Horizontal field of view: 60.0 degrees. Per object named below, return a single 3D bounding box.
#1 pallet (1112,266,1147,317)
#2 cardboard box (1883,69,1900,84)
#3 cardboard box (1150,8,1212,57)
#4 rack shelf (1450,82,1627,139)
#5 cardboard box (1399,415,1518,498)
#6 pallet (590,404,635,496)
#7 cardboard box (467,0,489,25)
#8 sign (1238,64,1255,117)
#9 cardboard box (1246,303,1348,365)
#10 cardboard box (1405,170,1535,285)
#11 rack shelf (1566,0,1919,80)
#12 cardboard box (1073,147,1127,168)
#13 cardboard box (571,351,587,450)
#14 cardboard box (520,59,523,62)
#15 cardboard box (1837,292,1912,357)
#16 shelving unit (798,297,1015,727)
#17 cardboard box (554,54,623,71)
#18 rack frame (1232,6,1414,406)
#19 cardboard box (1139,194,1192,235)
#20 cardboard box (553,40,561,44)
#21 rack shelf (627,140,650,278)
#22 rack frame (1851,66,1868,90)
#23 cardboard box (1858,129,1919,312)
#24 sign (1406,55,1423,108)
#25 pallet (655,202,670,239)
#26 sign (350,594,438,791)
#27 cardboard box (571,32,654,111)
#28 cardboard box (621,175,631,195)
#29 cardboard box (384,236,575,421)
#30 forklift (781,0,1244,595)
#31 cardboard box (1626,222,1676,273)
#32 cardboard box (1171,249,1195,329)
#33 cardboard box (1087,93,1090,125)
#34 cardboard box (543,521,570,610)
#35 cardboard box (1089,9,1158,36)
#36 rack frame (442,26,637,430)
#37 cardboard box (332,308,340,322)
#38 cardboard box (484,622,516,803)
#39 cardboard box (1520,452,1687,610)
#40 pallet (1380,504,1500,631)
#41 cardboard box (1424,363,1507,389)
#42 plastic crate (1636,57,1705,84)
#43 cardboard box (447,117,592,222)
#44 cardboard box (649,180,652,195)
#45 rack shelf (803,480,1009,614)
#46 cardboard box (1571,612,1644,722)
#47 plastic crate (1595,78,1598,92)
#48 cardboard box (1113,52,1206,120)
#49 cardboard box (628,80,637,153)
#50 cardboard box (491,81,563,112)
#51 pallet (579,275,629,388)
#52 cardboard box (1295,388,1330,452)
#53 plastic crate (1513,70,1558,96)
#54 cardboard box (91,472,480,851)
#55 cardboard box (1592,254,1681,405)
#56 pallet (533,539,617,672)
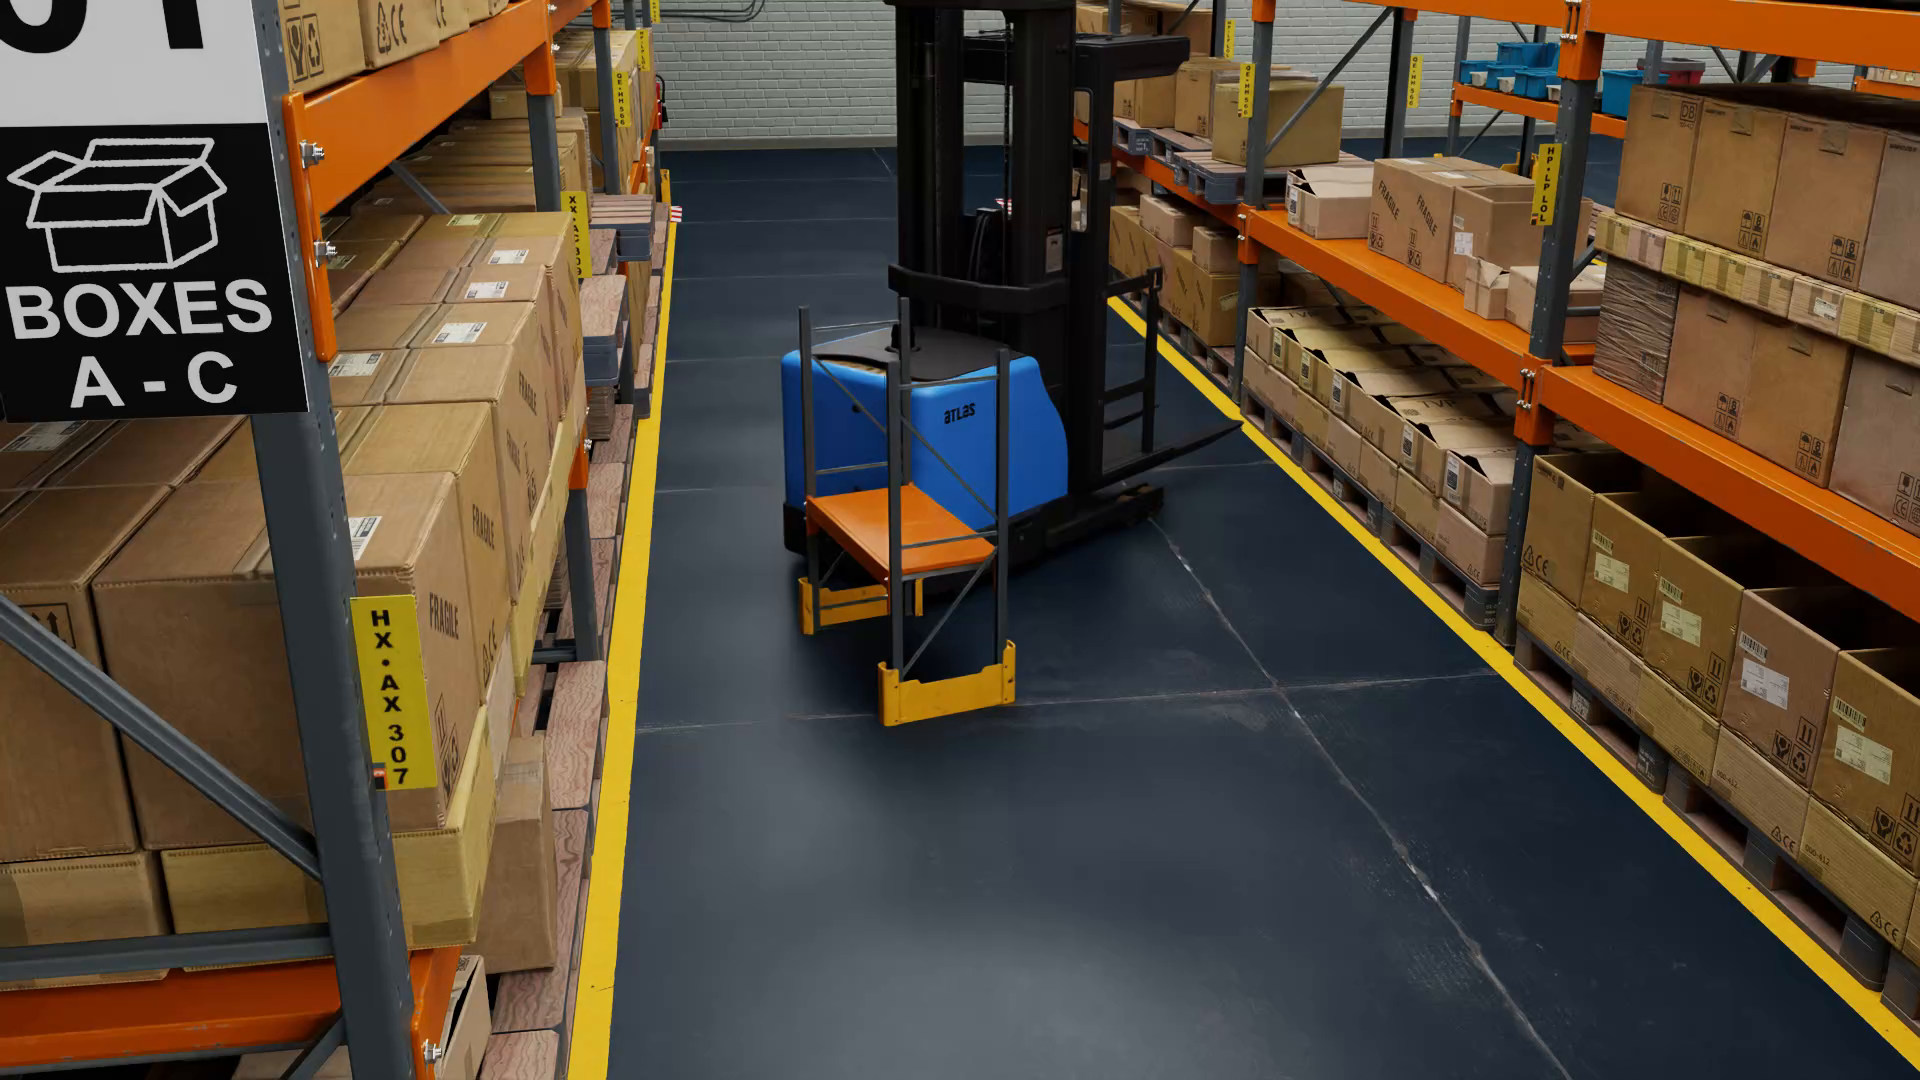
[{"bbox_3d":[1.917,-2.149,14.169,1.003,0.211,1.213,-3,21,-8],"label":"pallet"},{"bbox_3d":[10.752,-5.273,18.905,0.380,0.149,0.250,-3,21,-9],"label":"cardboard box"},{"bbox_3d":[1.973,-4.428,14.712,0.500,0.500,0.500,-2,21,-6],"label":"cardboard box"},{"bbox_3d":[6.376,-4.339,17.075,1.077,0.370,4.000,-3,21,-8],"label":"rack shelf"},{"bbox_3d":[2.492,-0.442,8.141,0.500,0.311,0.500,-2,21,-6],"label":"cardboard box"},{"bbox_3d":[-2.451,-0.522,9.813,1.003,0.211,1.213,-3,21,-8],"label":"pallet"},{"bbox_3d":[-1.429,-1.471,3.909,0.500,0.500,0.500,-2,21,-4],"label":"cardboard box"},{"bbox_3d":[1.803,-2.825,10.451,0.100,0.325,0.005,-3,21,-8],"label":"sign"},{"bbox_3d":[2.124,-1.326,10.506,0.500,0.311,0.500,-2,21,-6],"label":"cardboard box"},{"bbox_3d":[2.673,-1.635,8.663,0.500,0.500,0.500,-3,21,-8],"label":"cardboard box"},{"bbox_3d":[3.204,-1.341,4.761,1.077,0.370,4.000,-3,21,-8],"label":"rack shelf"},{"bbox_3d":[1.508,-3.979,18.027,0.500,0.500,0.500,-3,21,-8],"label":"cardboard box"},{"bbox_3d":[-1.618,-0.505,5.966,0.500,0.250,0.500,-3,21,-8],"label":"cardboard box"},{"bbox_3d":[-2.955,-2.969,10.711,0.500,0.250,0.500,-4,21,-10],"label":"cardboard box"},{"bbox_3d":[2.990,-0.677,5.172,0.380,0.149,0.250,-3,21,-8],"label":"cardboard box"},{"bbox_3d":[-0.252,-0.162,7.005,0.587,1.500,1.083,-9,22,-22],"label":"shelving unit"},{"bbox_3d":[-2.451,-3.002,10.799,0.500,0.250,0.500,-3,21,-9],"label":"cardboard box"},{"bbox_3d":[2.339,-2.350,10.722,1.000,3.000,0.127,-3,21,-8],"label":"rack frame"},{"bbox_3d":[1.735,-2.596,13.251,0.500,0.250,0.500,-3,21,-8],"label":"cardboard box"},{"bbox_3d":[-3.171,-3.504,12.143,0.500,0.250,0.500,-4,21,-10],"label":"cardboard box"},{"bbox_3d":[-2.851,-2.455,12.029,1.077,0.370,4.000,-3,21,-8],"label":"rack shelf"},{"bbox_3d":[10.989,-5.619,19.472,1.000,3.000,0.127,-3,21,-8],"label":"rack frame"},{"bbox_3d":[3.203,-0.945,4.963,0.700,0.500,0.500,-3,21,-8],"label":"cardboard box"},{"bbox_3d":[2.888,-2.922,10.597,0.100,0.325,0.005,-3,21,-8],"label":"sign"},{"bbox_3d":[-3.523,-3.290,17.223,1.003,0.211,1.213,-3,21,-8],"label":"pallet"},{"bbox_3d":[-0.872,0.238,2.555,0.100,0.325,0.005,-3,21,-8],"label":"sign"},{"bbox_3d":[-3.516,-4.582,16.269,0.980,0.700,0.700,-3,21,-8],"label":"cardboard box"},{"bbox_3d":[-2.363,-2.300,10.919,0.380,0.149,0.250,-2,21,-6],"label":"cardboard box"},{"bbox_3d":[-1.534,-0.684,5.375,0.500,0.500,0.500,-3,21,-8],"label":"cardboard box"},{"bbox_3d":[0.461,-1.552,8.681,1.130,2.935,3.031,17,26,38],"label":"forklift"},{"bbox_3d":[2.799,-1.126,6.375,0.380,0.149,0.250,-3,21,-7],"label":"cardboard box"},{"bbox_3d":[1.898,-1.877,12.397,0.500,0.500,0.500,-4,21,-10],"label":"cardboard box"},{"bbox_3d":[1.437,-3.942,14.841,0.500,0.500,0.500,-3,21,-7],"label":"cardboard box"},{"bbox_3d":[-2.108,-0.003,7.382,0.700,0.500,0.500,-2,21,-6],"label":"cardboard box"},{"bbox_3d":[1.433,-4.412,14.671,0.500,0.500,0.500,-3,21,-7],"label":"cardboard box"},{"bbox_3d":[-2.562,-2.099,10.049,1.000,3.000,0.127,-3,21,-8],"label":"rack frame"},{"bbox_3d":[-1.902,-0.300,4.347,0.500,0.500,0.500,-3,21,-7],"label":"cardboard box"},{"bbox_3d":[-1.254,0.368,3.631,0.500,0.250,0.500,-4,21,-9],"label":"cardboard box"},{"bbox_3d":[2.673,-0.049,6.818,0.500,0.500,0.500,-3,21,-8],"label":"cardboard box"},{"bbox_3d":[2.771,0.088,8.179,1.003,0.211,1.213,-3,21,-8],"label":"pallet"},{"bbox_3d":[2.880,-0.825,9.165,0.500,0.311,0.500,-2,21,-6],"label":"cardboard box"},{"bbox_3d":[6.784,-4.364,15.935,0.402,0.464,0.583,-3,21,-8],"label":"plastic crate"},{"bbox_3d":[-2.377,-1.998,9.006,0.700,0.500,0.500,-5,21,-13],"label":"cardboard box"},{"bbox_3d":[-3.286,-3.126,15.771,0.700,0.500,0.500,-2,21,-6],"label":"cardboard box"},{"bbox_3d":[-0.249,0.010,7.060,0.538,0.185,1.000,-9,22,-22],"label":"rack shelf"},{"bbox_3d":[2.750,0.475,6.486,0.500,0.250,0.500,-3,21,-8],"label":"cardboard box"},{"bbox_3d":[6.638,-4.620,16.953,0.416,0.233,0.300,-3,21,-8],"label":"plastic crate"},{"bbox_3d":[1.609,-3.804,13.870,0.700,0.500,0.500,-10,23,-26],"label":"cardboard box"},{"bbox_3d":[-2.599,-3.009,11.890,0.500,0.500,0.500,-2,21,-6],"label":"cardboard box"},{"bbox_3d":[-2.483,-2.538,9.526,0.380,0.149,0.250,-6,21,-15],"label":"cardboard box"},{"bbox_3d":[-1.952,-0.896,7.103,1.003,0.211,1.213,-3,21,-8],"label":"pallet"},{"bbox_3d":[2.278,-0.709,9.657,0.500,0.250,0.500,-3,21,-9],"label":"cardboard box"},{"bbox_3d":[5.988,-4.760,17.328,0.416,0.233,0.300,-3,21,-8],"label":"plastic crate"},{"bbox_3d":[-1.181,0.200,3.008,0.500,0.500,0.500,-3,21,-8],"label":"cardboard box"},{"bbox_3d":[2.986,-0.859,6.586,0.700,0.500,0.500,-3,21,-9],"label":"cardboard box"},{"bbox_3d":[-2.099,0.323,7.551,1.003,0.211,1.213,-3,21,-8],"label":"pallet"}]
